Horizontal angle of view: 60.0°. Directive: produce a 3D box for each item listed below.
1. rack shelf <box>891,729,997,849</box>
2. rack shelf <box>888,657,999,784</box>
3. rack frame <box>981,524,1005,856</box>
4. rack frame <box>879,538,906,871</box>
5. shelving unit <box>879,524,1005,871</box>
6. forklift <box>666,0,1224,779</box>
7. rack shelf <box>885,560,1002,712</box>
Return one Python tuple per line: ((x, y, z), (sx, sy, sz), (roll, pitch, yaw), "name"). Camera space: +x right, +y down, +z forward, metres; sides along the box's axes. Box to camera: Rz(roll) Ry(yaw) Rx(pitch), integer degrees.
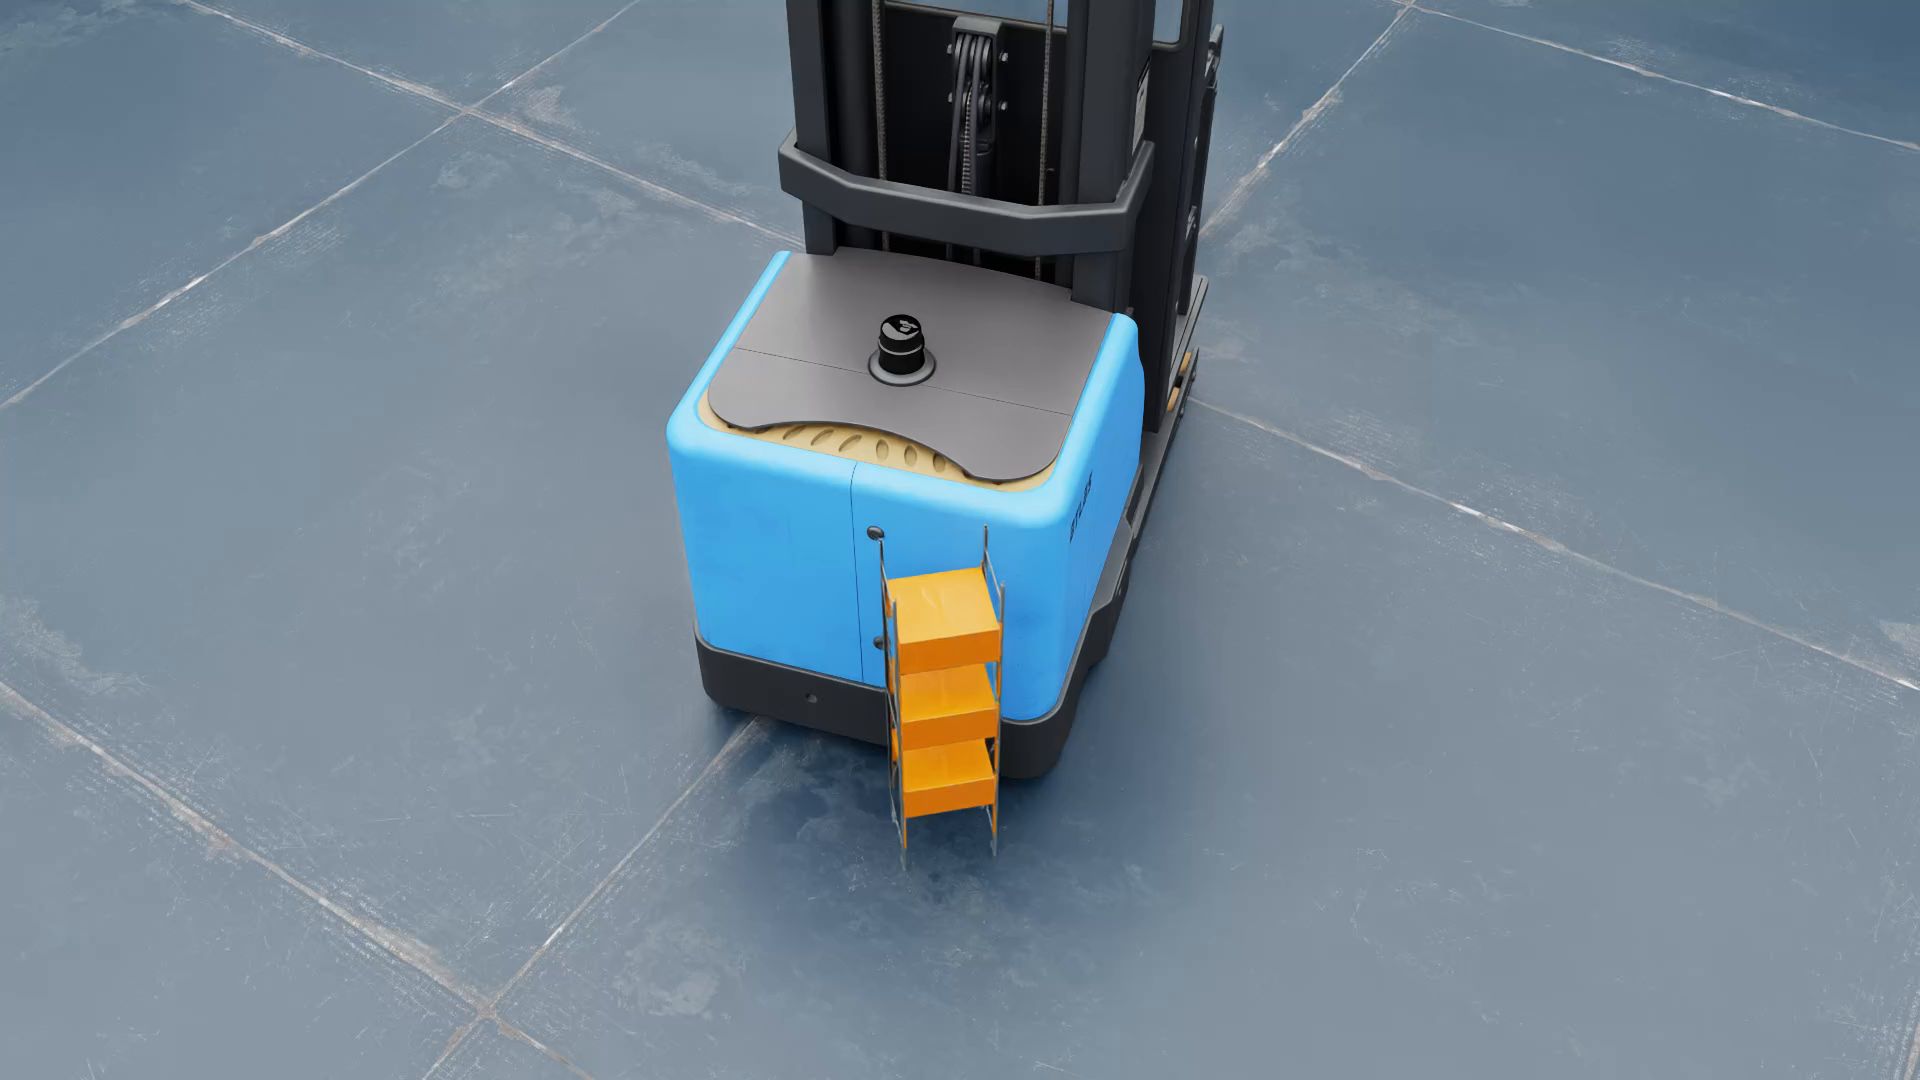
((-0.046, 0.622, 4.313), (0.240, 0.259, 0.215), (-8, 46, -8), "rack shelf")
((-0.044, 0.427, 4.116), (0.240, 0.259, 0.215), (-8, 46, -8), "rack shelf")
((0.075, 0.402, 4.126), (0.008, 1.050, 0.200), (-8, 46, -8), "rack frame")
((-0.164, 0.436, 4.091), (0.008, 1.050, 0.200), (-8, 46, -8), "rack frame")
((-0.044, 0.419, 4.108), (0.252, 1.050, 0.215), (-8, 46, -8), "shelving unit")
((0.185, -1.451, 4.616), (1.130, 2.935, 3.031), (12, 47, 12), "forklift")
((-0.043, 0.227, 3.914), (0.240, 0.259, 0.215), (-8, 46, -8), "rack shelf")
